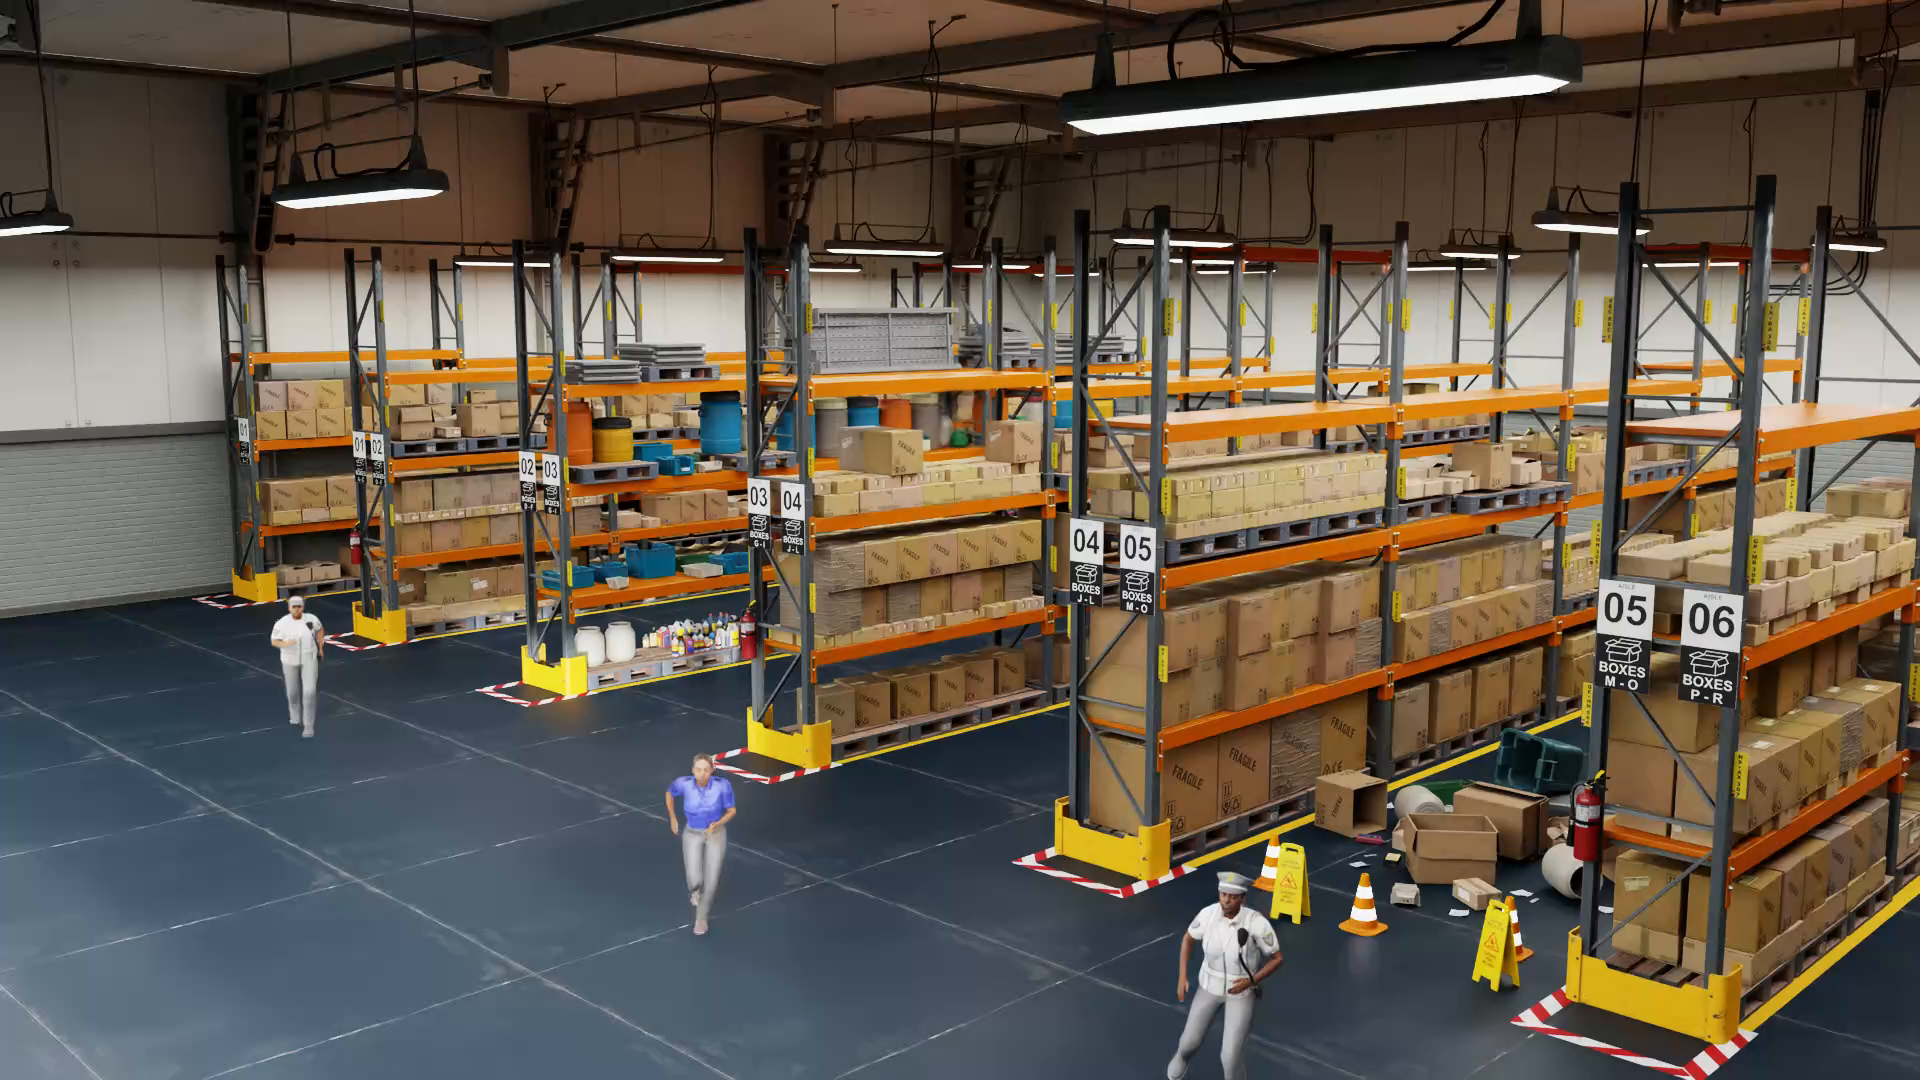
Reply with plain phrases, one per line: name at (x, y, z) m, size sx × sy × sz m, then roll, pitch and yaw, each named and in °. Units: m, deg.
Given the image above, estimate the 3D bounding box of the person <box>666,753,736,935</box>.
person at (-2.108, 2.487, 13.600) m, size 0.562 × 1.582 × 0.632 m, roll -2°, pitch 8°, yaw -11°

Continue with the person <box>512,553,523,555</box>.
person at (-7.850, 0.134, 29.498) m, size 0.691 × 1.734 × 0.577 m, roll 6°, pitch 10°, yaw 35°

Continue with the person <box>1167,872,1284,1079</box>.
person at (1.683, 2.888, 10.644) m, size 0.767 × 1.685 × 0.583 m, roll 3°, pitch 9°, yaw 20°

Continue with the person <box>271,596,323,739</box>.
person at (-7.984, 1.485, 20.085) m, size 0.598 × 1.669 × 0.933 m, roll -4°, pitch 9°, yaw -24°
